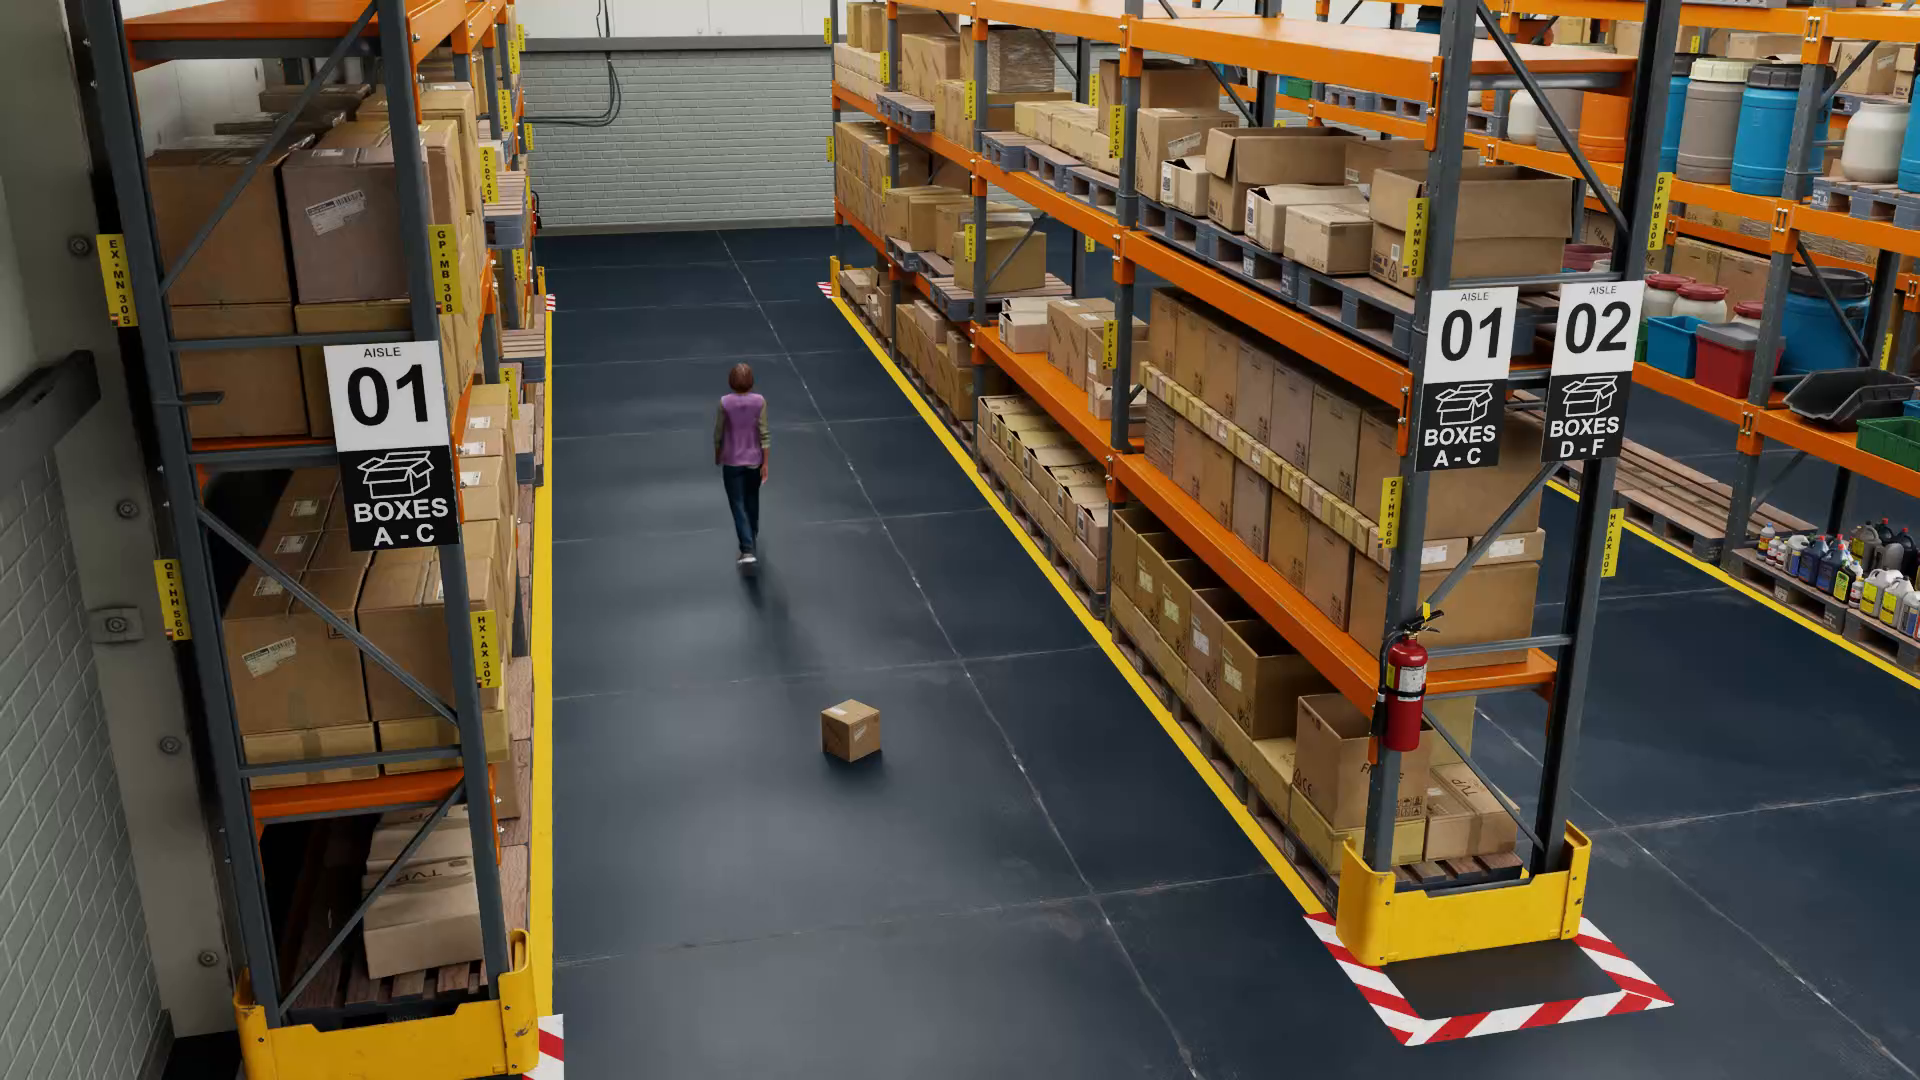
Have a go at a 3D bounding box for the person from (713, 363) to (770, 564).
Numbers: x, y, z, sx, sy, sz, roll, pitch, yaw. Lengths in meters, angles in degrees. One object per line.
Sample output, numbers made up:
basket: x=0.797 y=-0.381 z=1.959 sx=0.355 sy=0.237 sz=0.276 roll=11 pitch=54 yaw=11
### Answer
person: x=-1.669 y=-0.610 z=12.753 sx=0.410 sy=1.546 sz=0.936 roll=-7 pitch=21 yaw=-18
